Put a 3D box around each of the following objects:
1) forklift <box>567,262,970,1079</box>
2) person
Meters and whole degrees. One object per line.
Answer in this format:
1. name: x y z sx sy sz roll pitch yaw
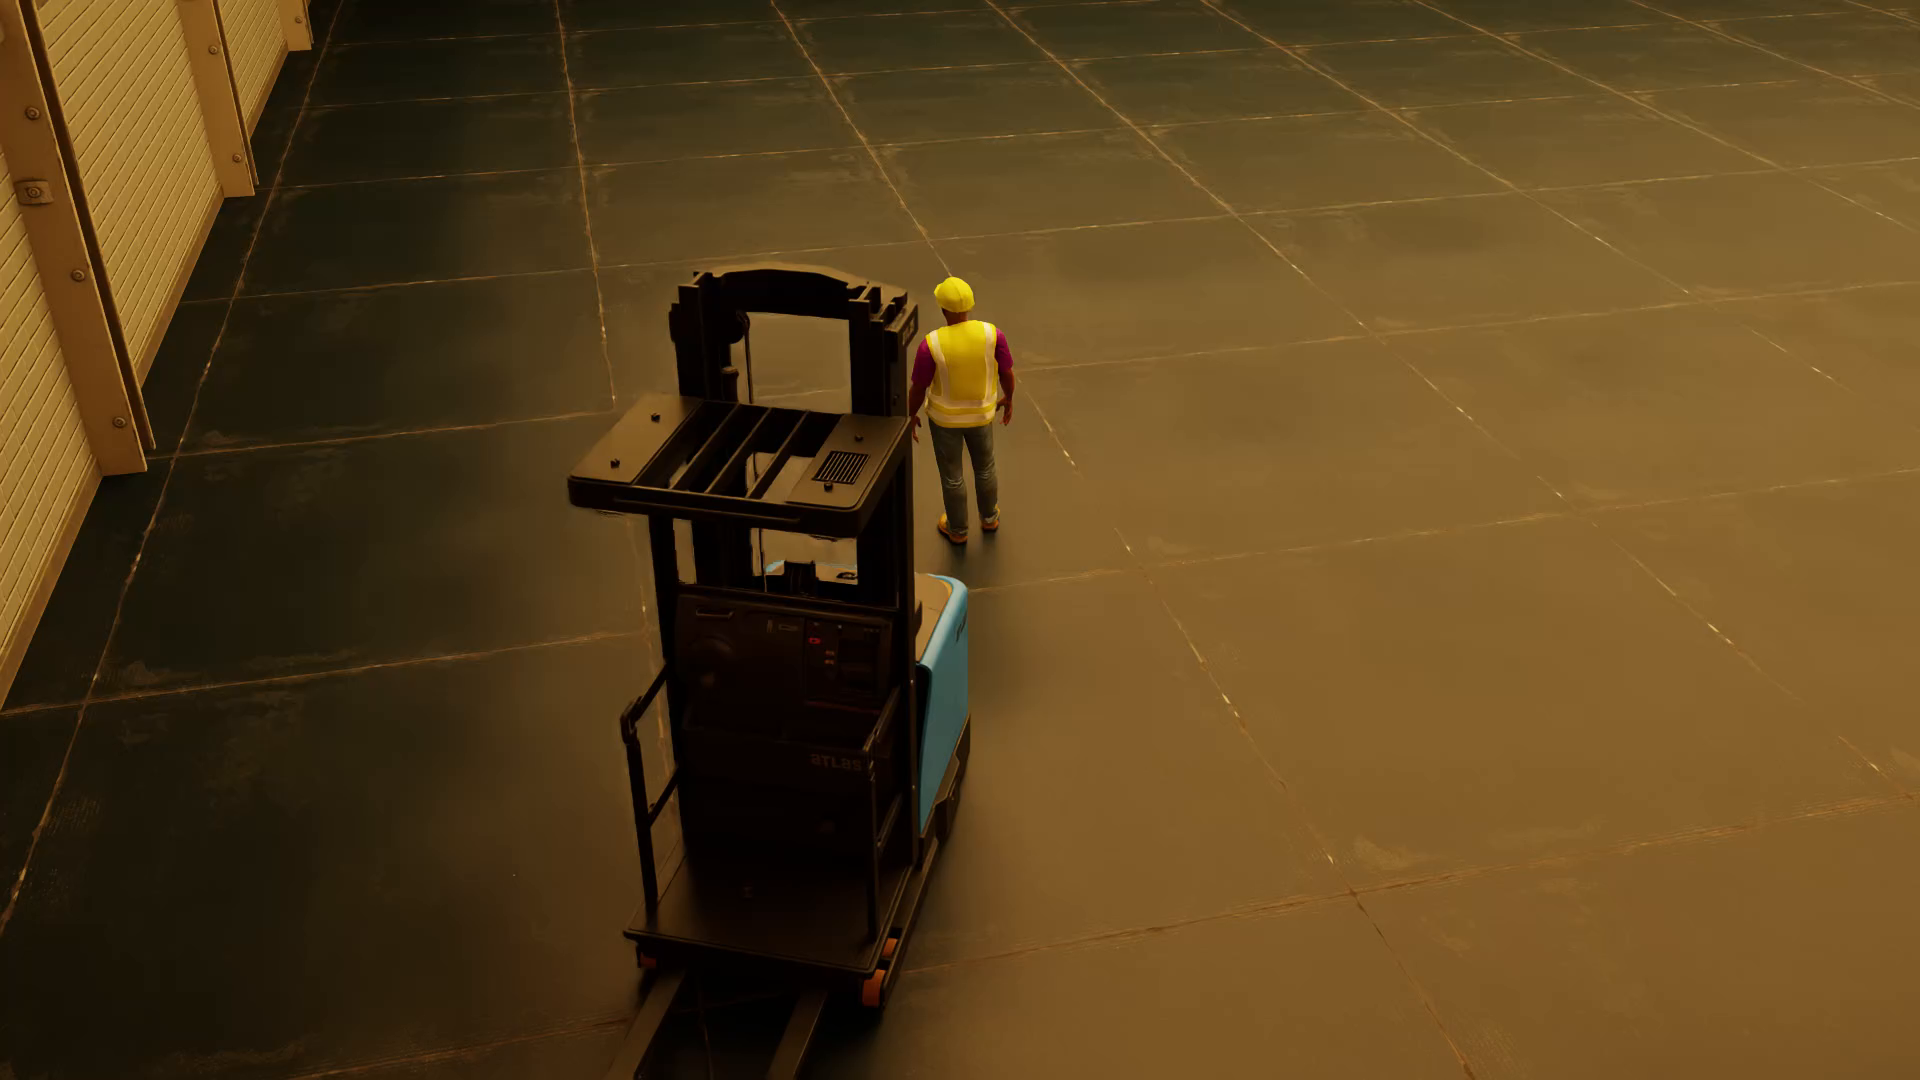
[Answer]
1. forklift: -0.780 0.508 6.697 1.130 2.935 3.031 7 31 11
2. person: -0.010 -0.805 10.113 0.665 1.765 0.577 -7 31 -12
